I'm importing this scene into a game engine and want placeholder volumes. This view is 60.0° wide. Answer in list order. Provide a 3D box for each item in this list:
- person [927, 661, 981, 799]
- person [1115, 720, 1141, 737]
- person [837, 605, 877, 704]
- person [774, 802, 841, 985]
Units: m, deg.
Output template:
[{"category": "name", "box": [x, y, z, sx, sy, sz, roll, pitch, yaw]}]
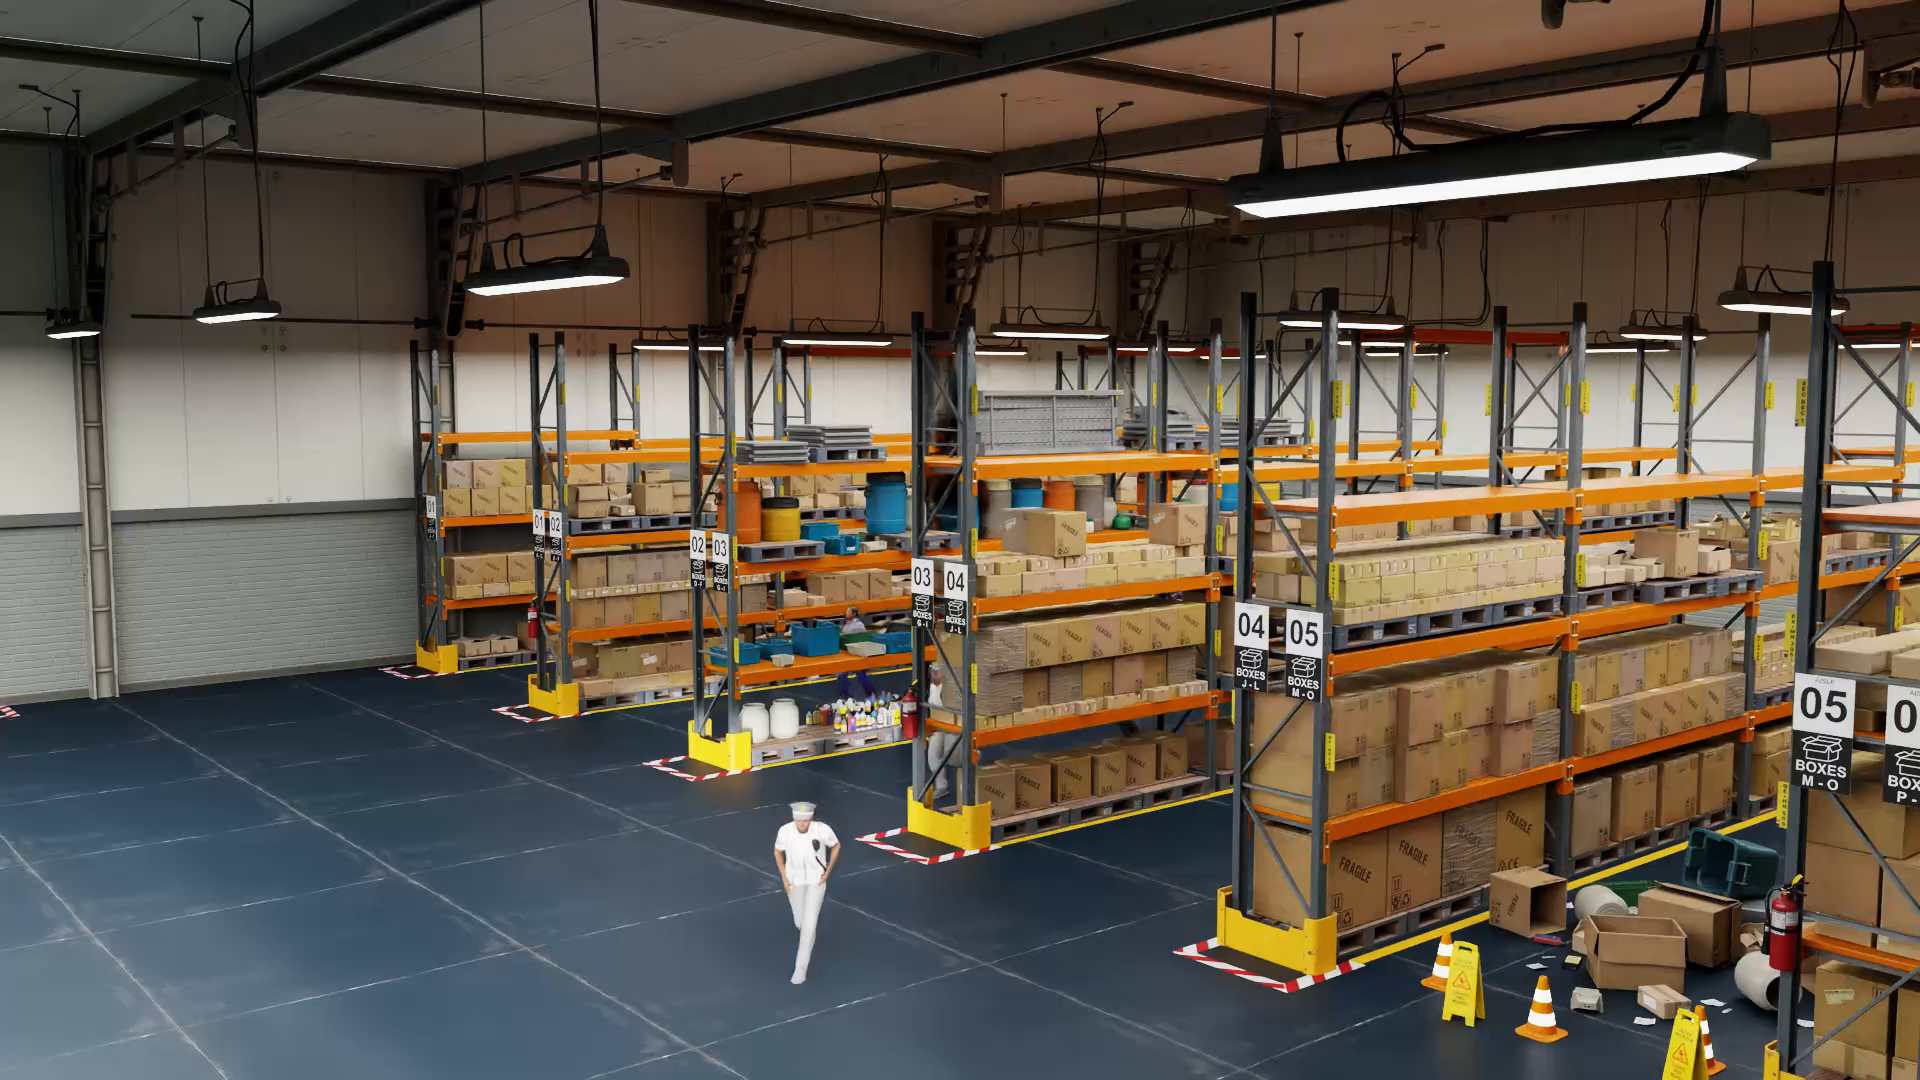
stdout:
[{"category": "person", "box": [-0.121, 2.383, 21.073, 0.807, 1.763, 0.660, -5, 7, -42]}, {"category": "person", "box": [2.302, 2.178, 23.577, 0.562, 1.618, 0.562, -4, 7, -37]}, {"category": "person", "box": [-1.659, 1.906, 26.691, 0.756, 1.701, 0.559, -4, 7, -39]}, {"category": "person", "box": [-1.345, 3.033, 14.737, 0.584, 1.631, 0.914, 0, 5, -3]}]
